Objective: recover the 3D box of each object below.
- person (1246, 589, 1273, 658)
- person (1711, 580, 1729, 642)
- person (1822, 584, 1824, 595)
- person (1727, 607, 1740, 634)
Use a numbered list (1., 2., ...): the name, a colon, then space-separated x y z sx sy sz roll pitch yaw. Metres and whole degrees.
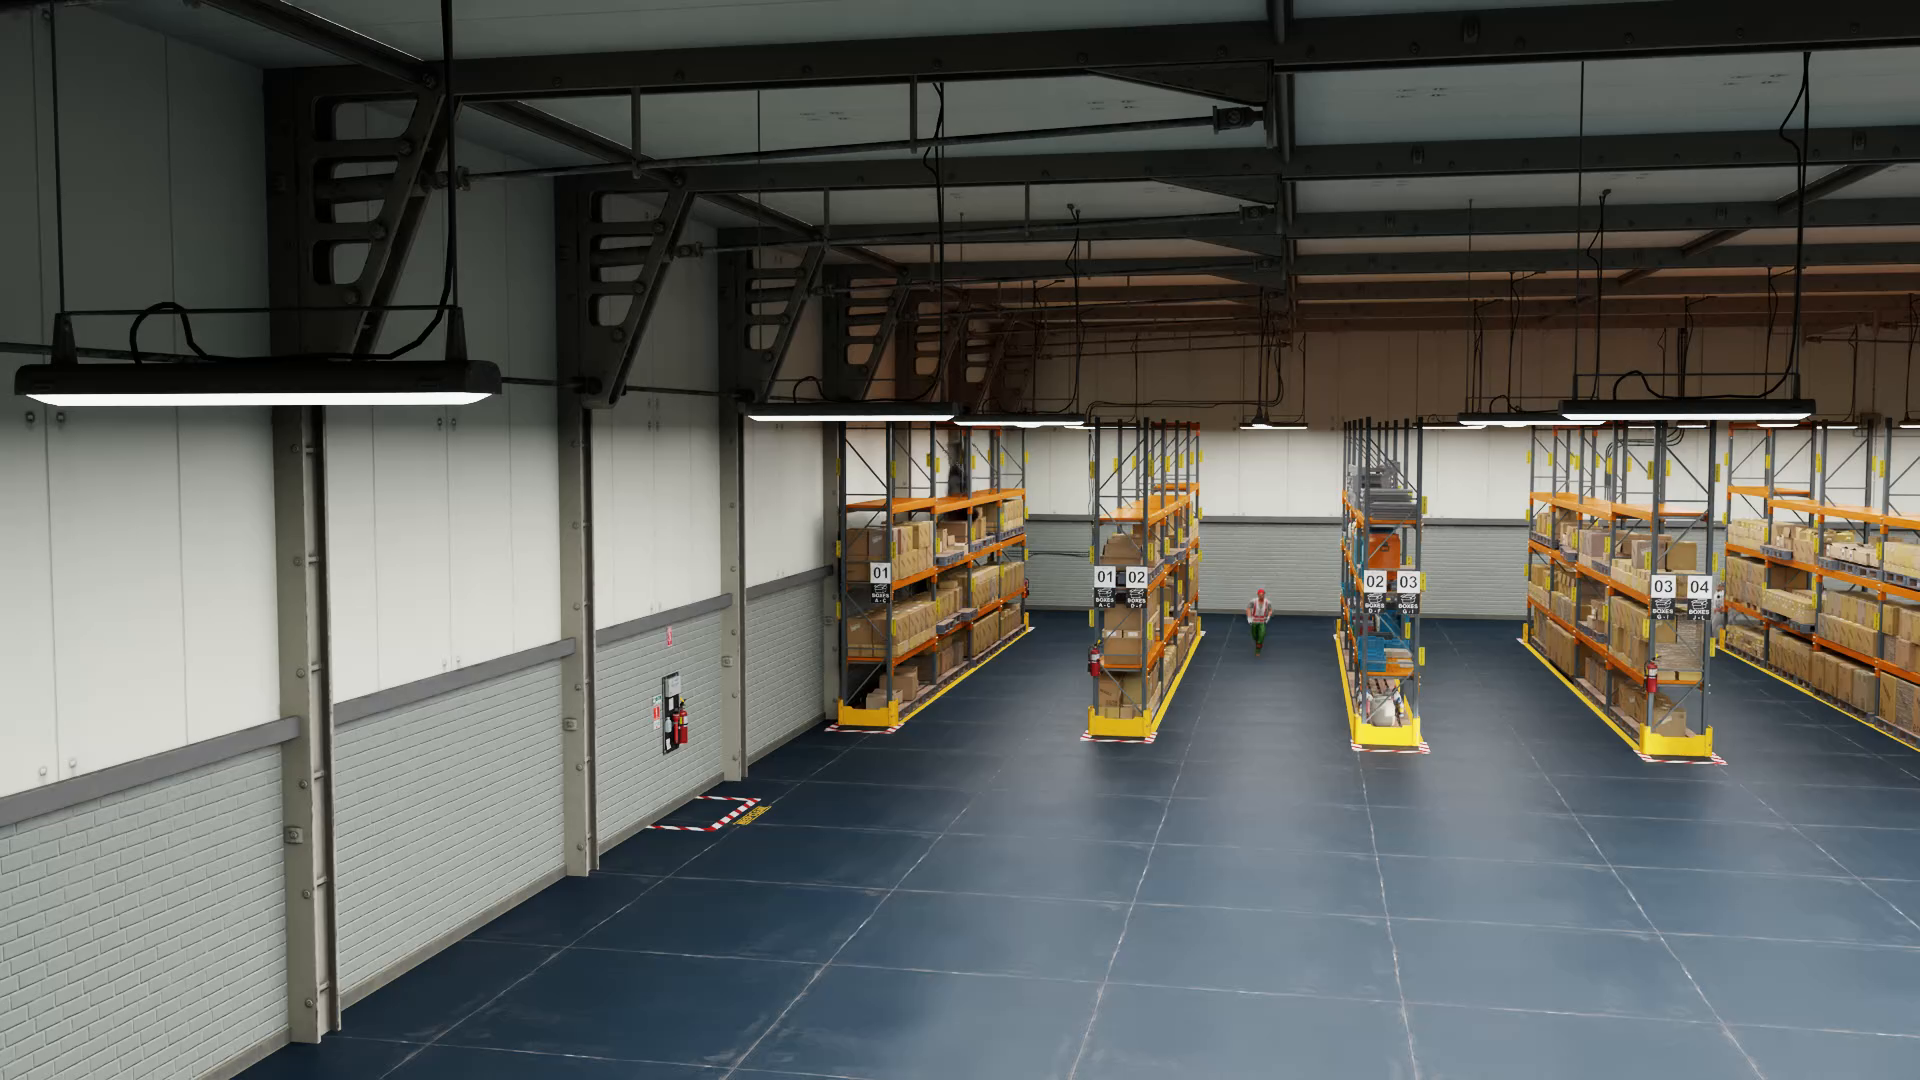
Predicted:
1. person: 7.667 2.114 42.558 0.673 1.760 0.854 1 4 10
2. person: 20.710 1.946 45.151 0.610 1.712 0.679 0 4 4
3. person: 23.085 2.014 44.734 0.749 1.700 0.574 0 4 5
4. person: 21.194 1.896 45.506 0.750 1.749 0.684 -1 4 -17
